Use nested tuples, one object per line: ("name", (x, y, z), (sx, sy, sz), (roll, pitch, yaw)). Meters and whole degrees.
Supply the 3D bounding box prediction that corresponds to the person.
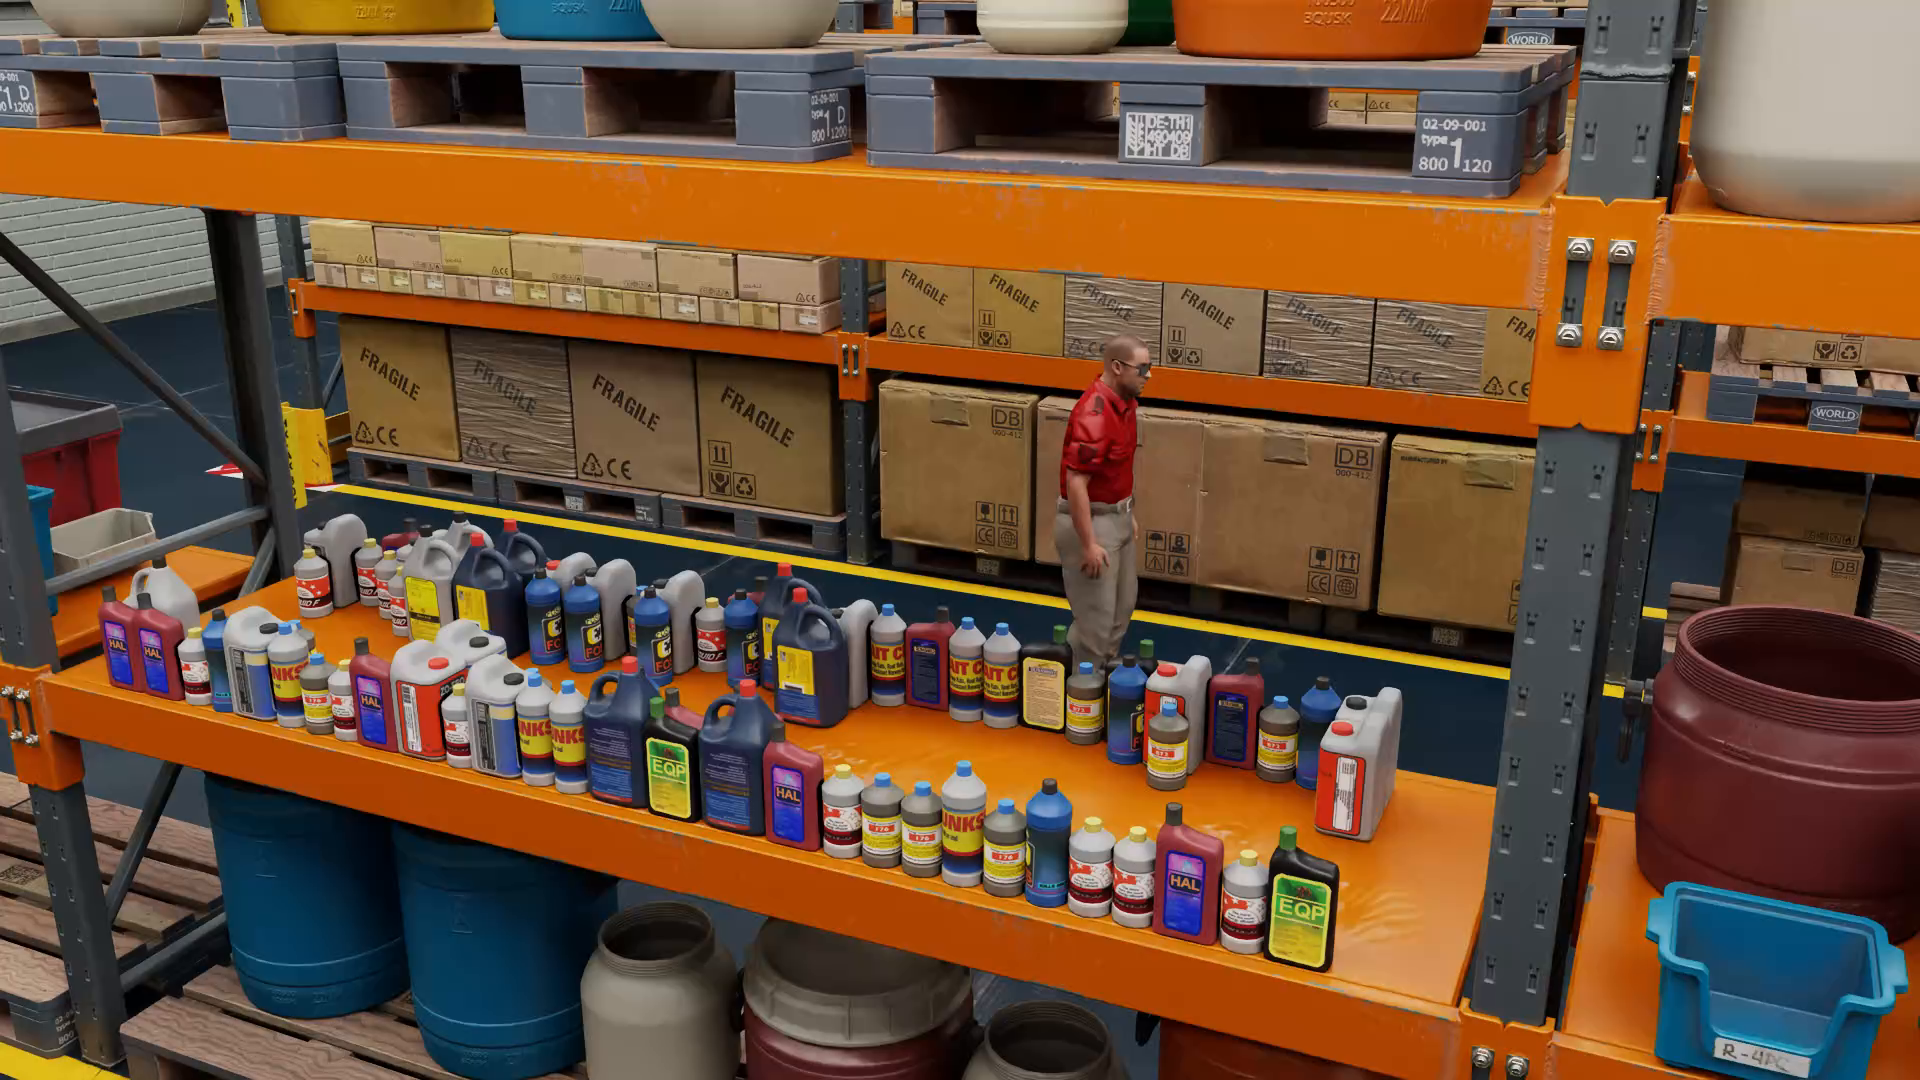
("person", (0.622, -0.039, 7.198), (0.387, 1.726, 0.593), (8, 20, 22))
